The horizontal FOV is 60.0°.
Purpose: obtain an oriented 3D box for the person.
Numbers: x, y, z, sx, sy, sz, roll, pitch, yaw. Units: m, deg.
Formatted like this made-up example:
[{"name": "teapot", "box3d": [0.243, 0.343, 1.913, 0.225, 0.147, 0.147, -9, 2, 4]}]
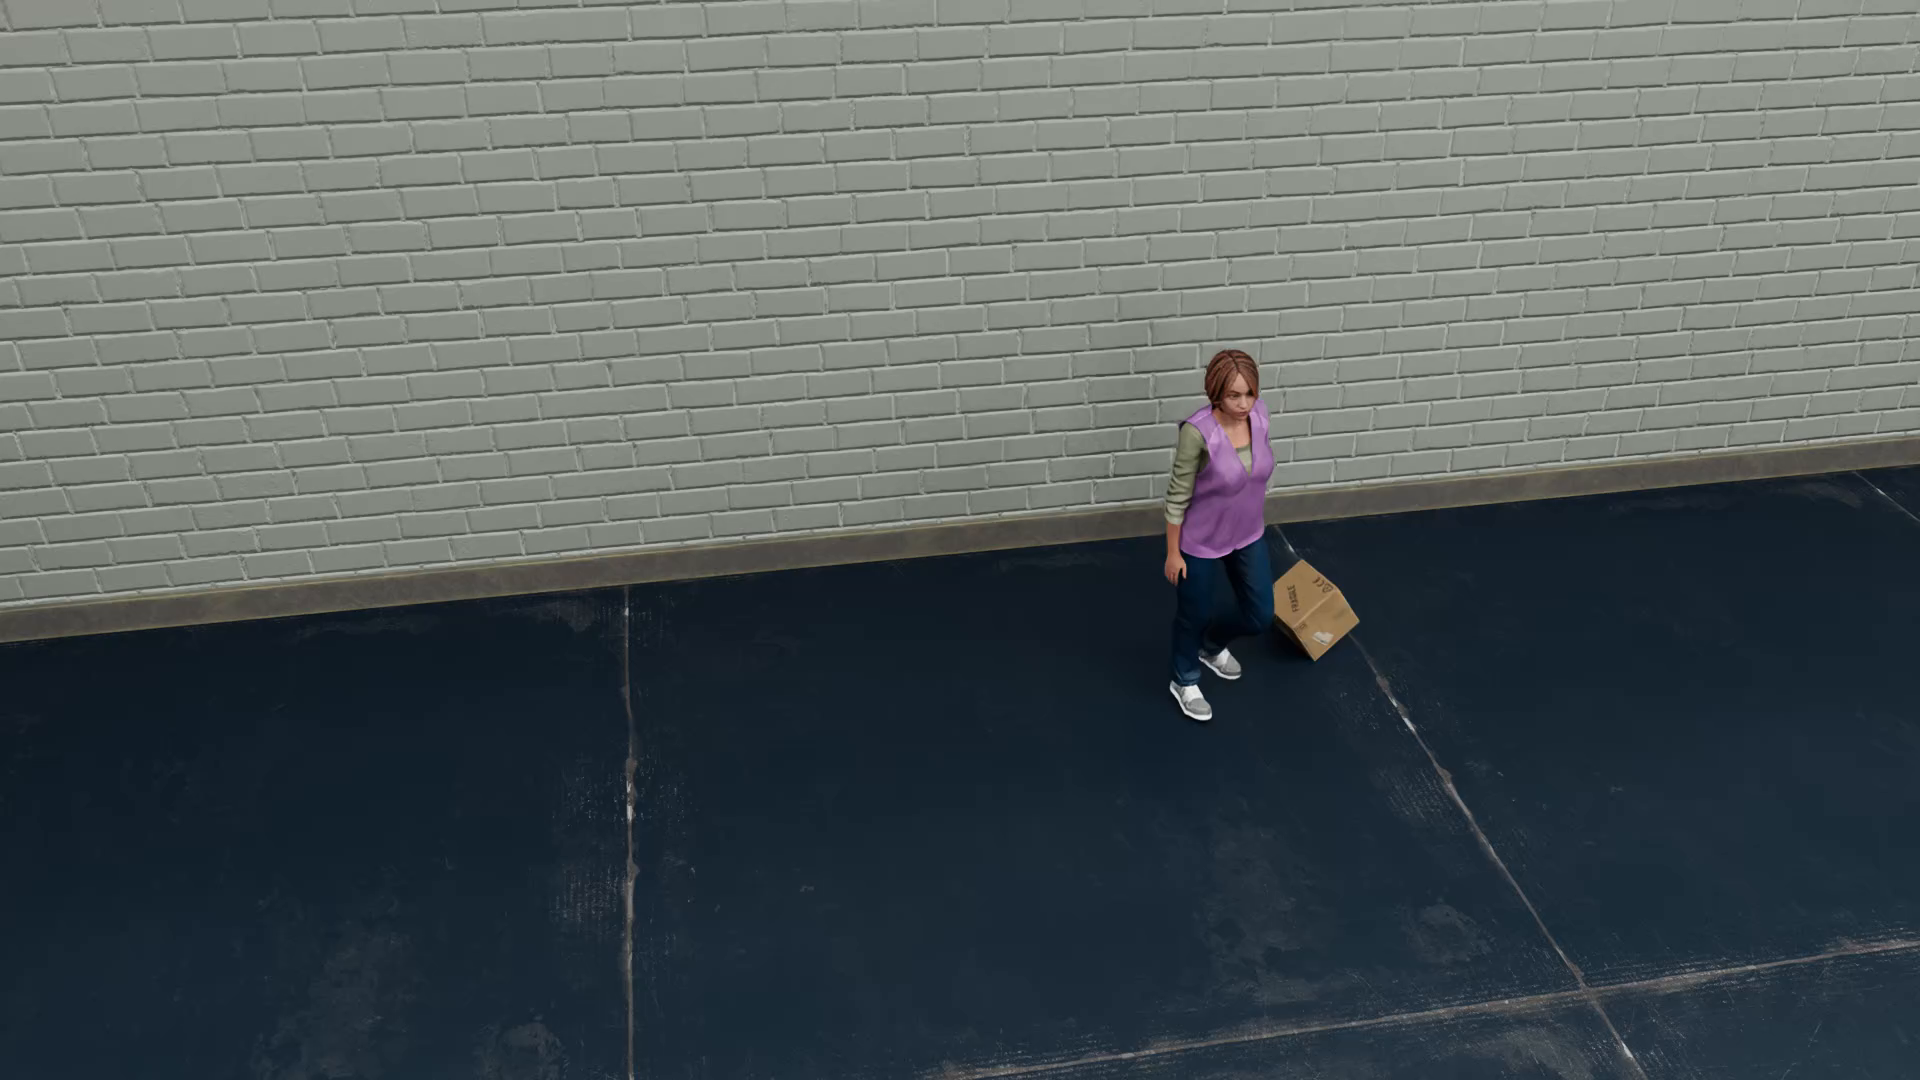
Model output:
[{"name": "person", "box3d": [0.934, -0.010, 6.135, 0.465, 1.588, 0.421, -14, 34, -21]}]
